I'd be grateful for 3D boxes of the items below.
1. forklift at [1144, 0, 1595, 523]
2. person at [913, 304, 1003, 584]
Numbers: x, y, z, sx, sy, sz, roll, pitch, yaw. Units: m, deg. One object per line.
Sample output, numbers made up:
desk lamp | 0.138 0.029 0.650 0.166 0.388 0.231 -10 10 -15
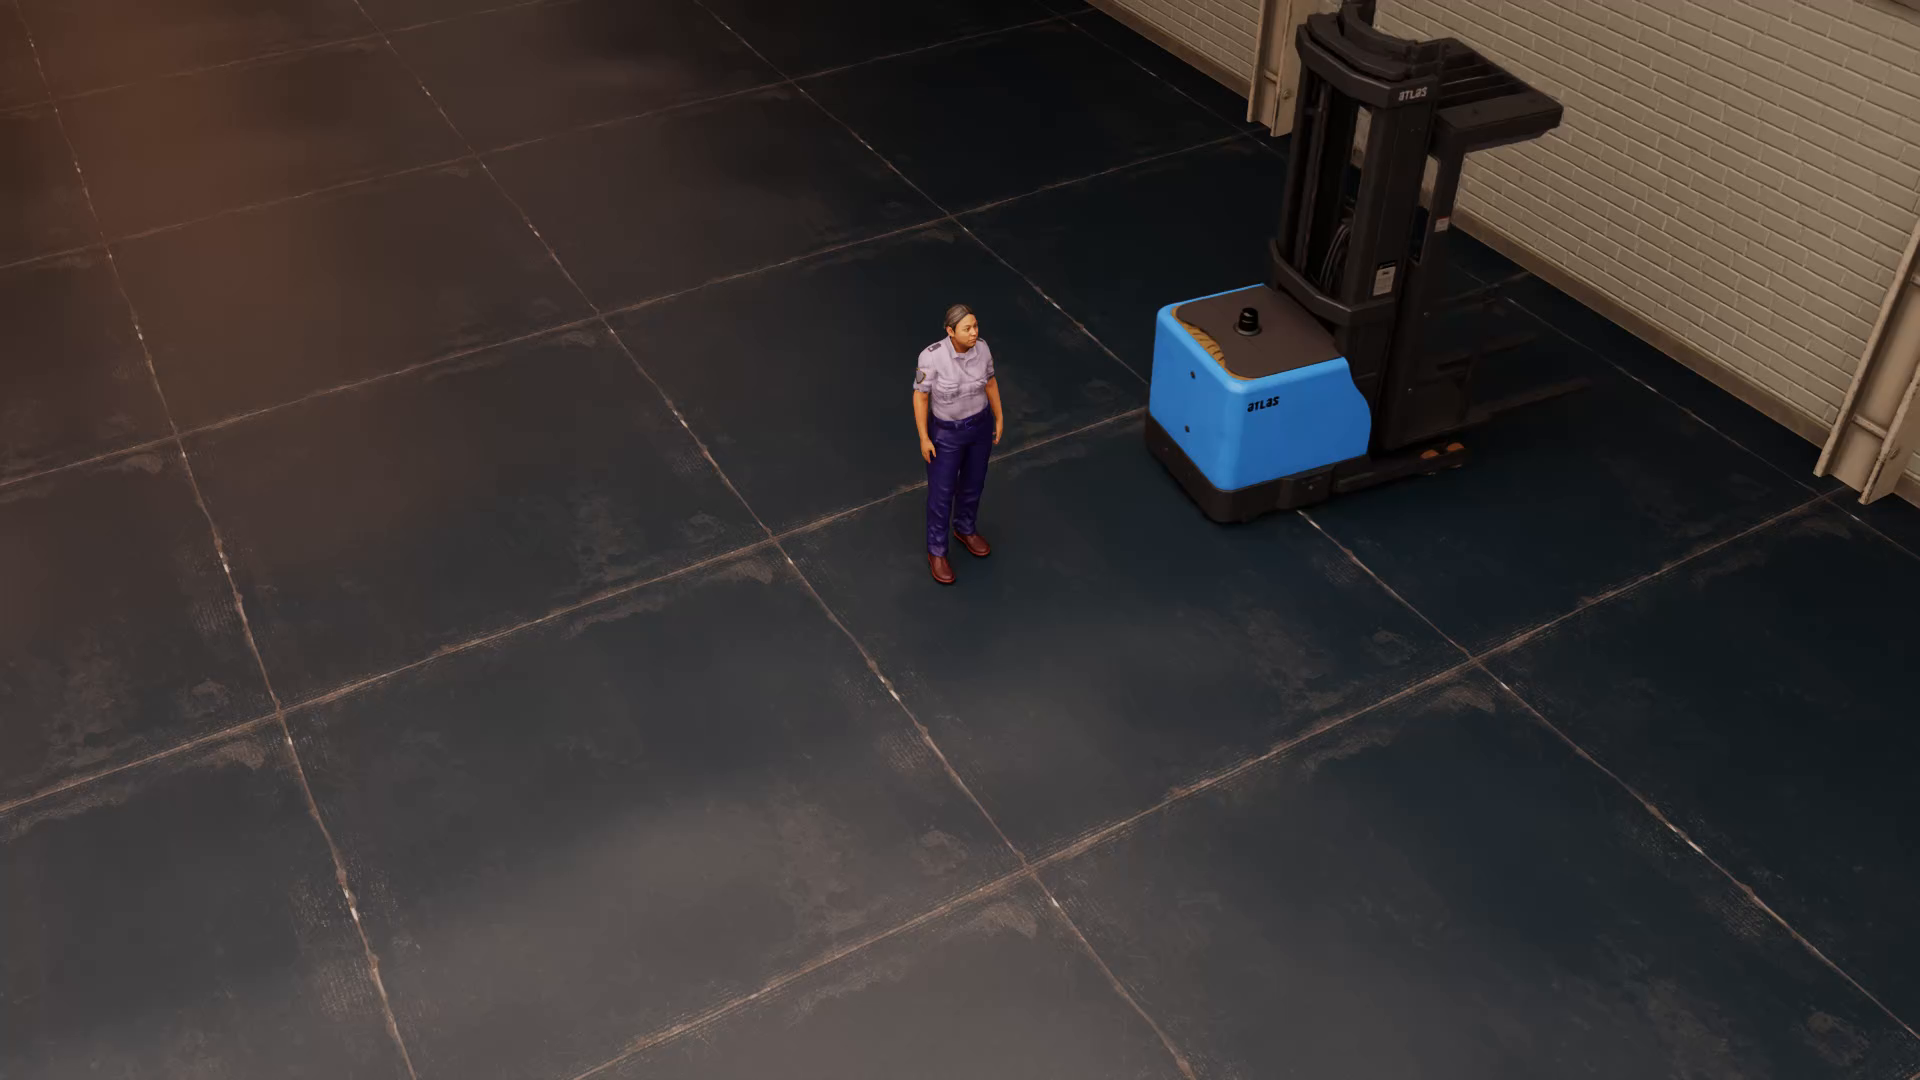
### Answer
forklift | 2.785 -1.845 10.261 3.031 2.935 1.130 -15 42 -17
person | 0.025 -0.576 9.738 0.598 1.634 0.502 -20 44 -23
